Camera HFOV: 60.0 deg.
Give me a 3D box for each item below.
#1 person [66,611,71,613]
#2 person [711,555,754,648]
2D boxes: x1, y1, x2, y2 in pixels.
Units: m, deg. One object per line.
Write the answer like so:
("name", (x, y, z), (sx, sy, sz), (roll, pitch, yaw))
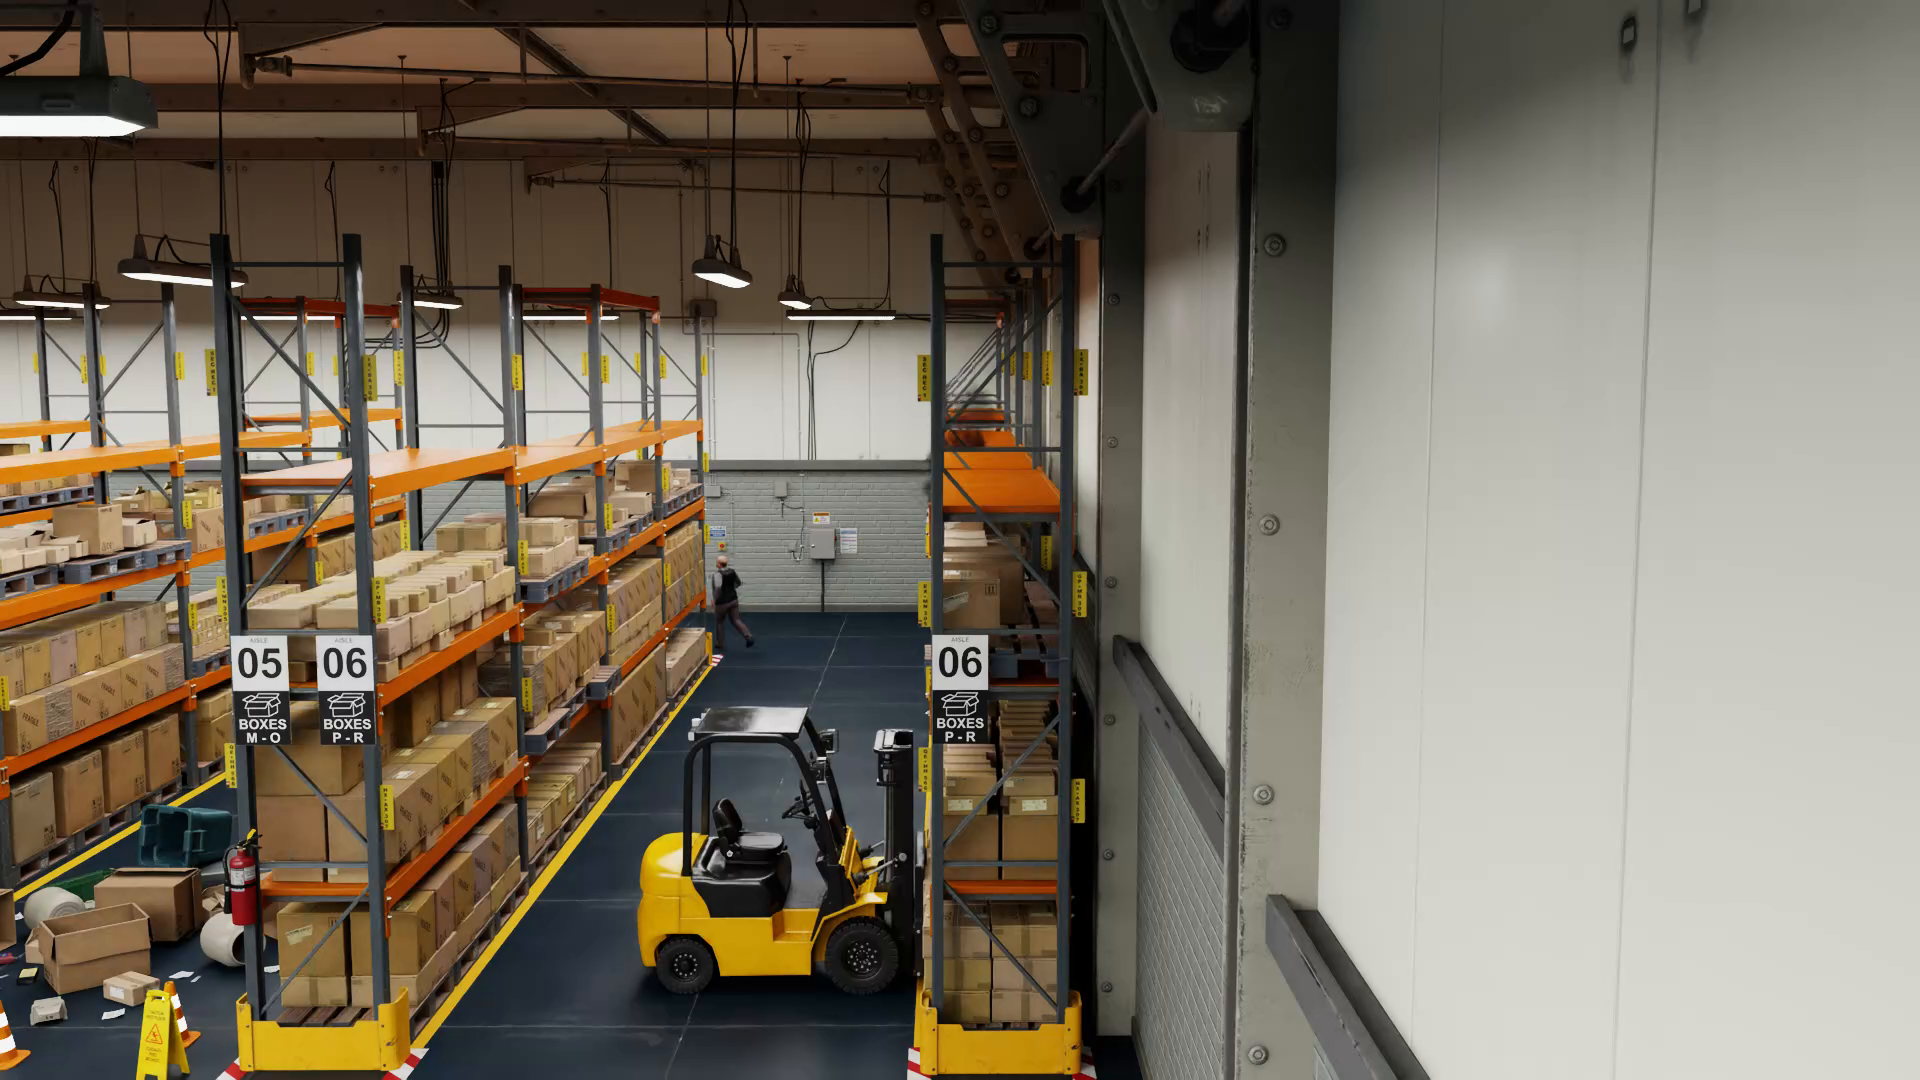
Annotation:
("person", (-12.076, 1.813, 22.797), (0.557, 1.737, 0.816), (-1, 6, -6))
("person", (-4.120, 1.108, 29.031), (0.950, 1.703, 0.727), (6, 8, 42))
